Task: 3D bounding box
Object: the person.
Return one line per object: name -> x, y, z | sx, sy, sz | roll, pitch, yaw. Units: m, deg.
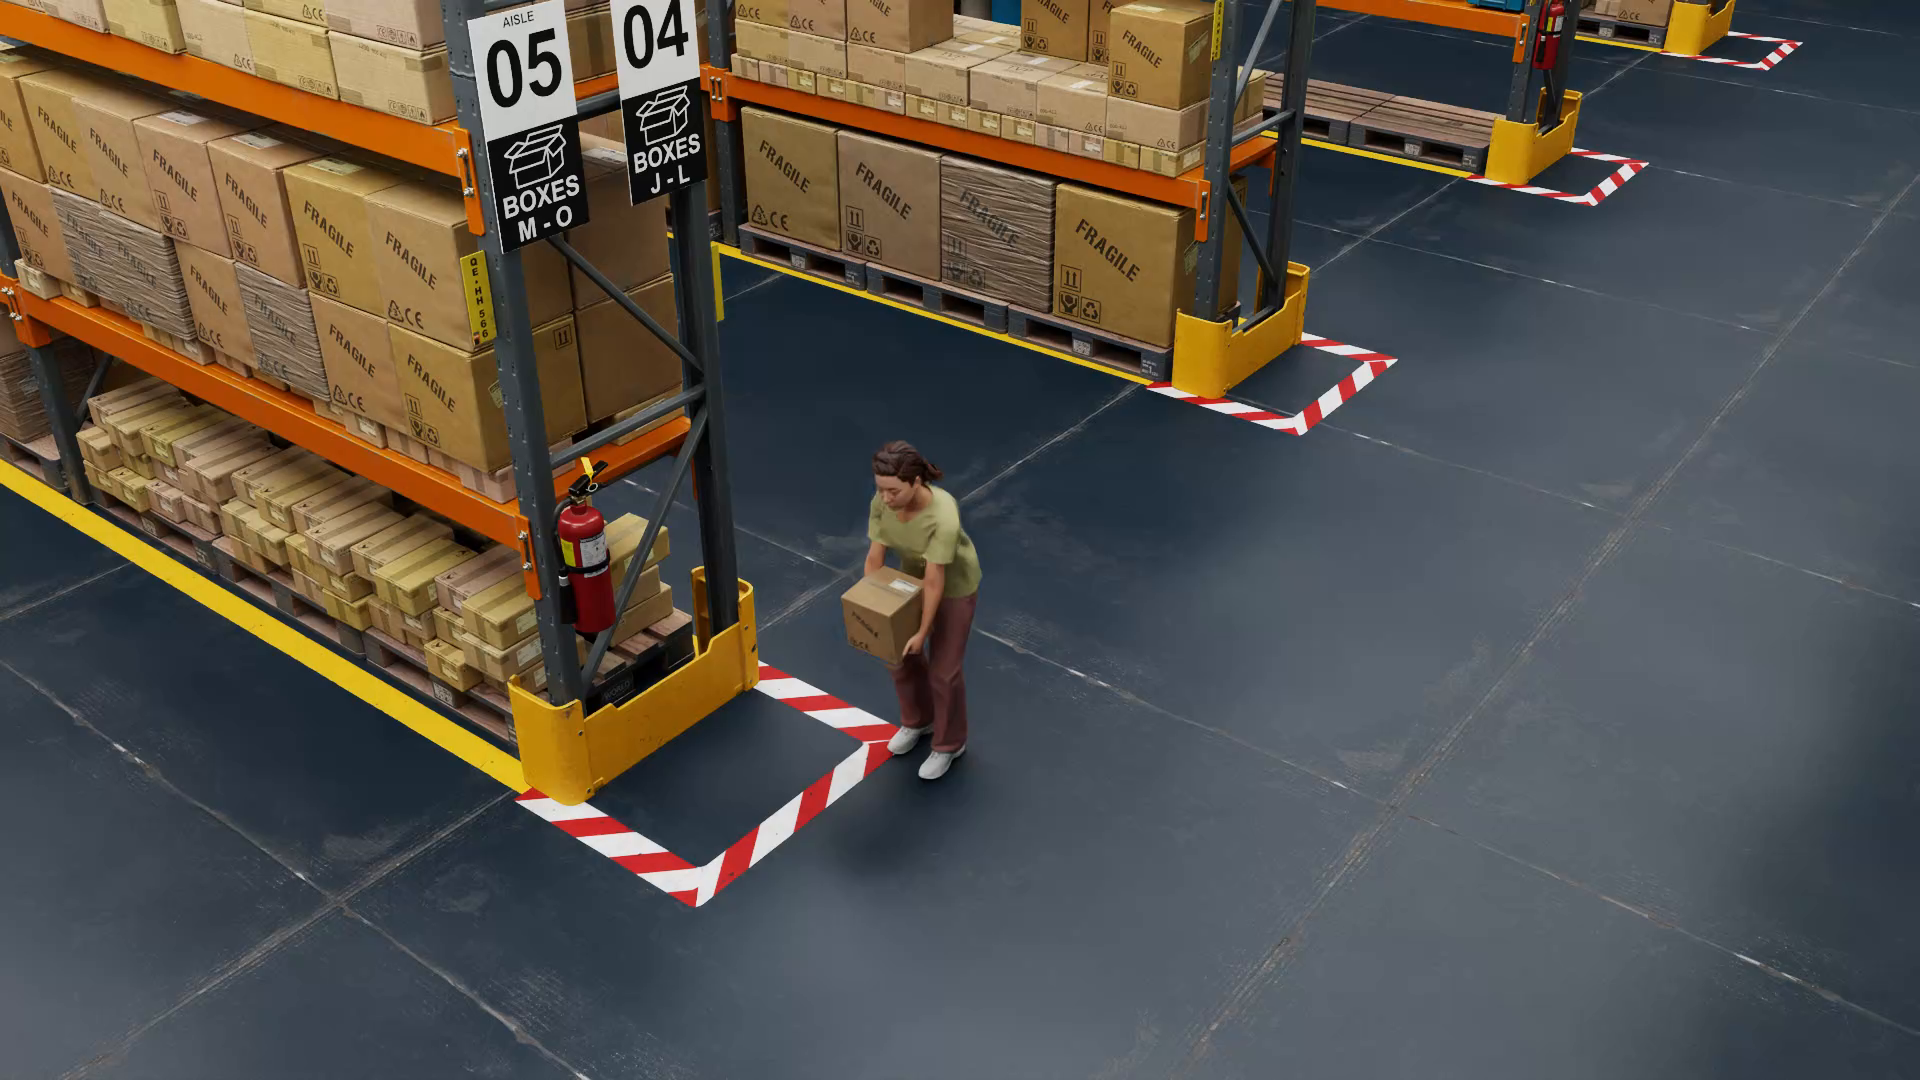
person -> -0.157, 0.261, 6.777 | 0.409, 1.601, 0.551 | 21, 37, 31
